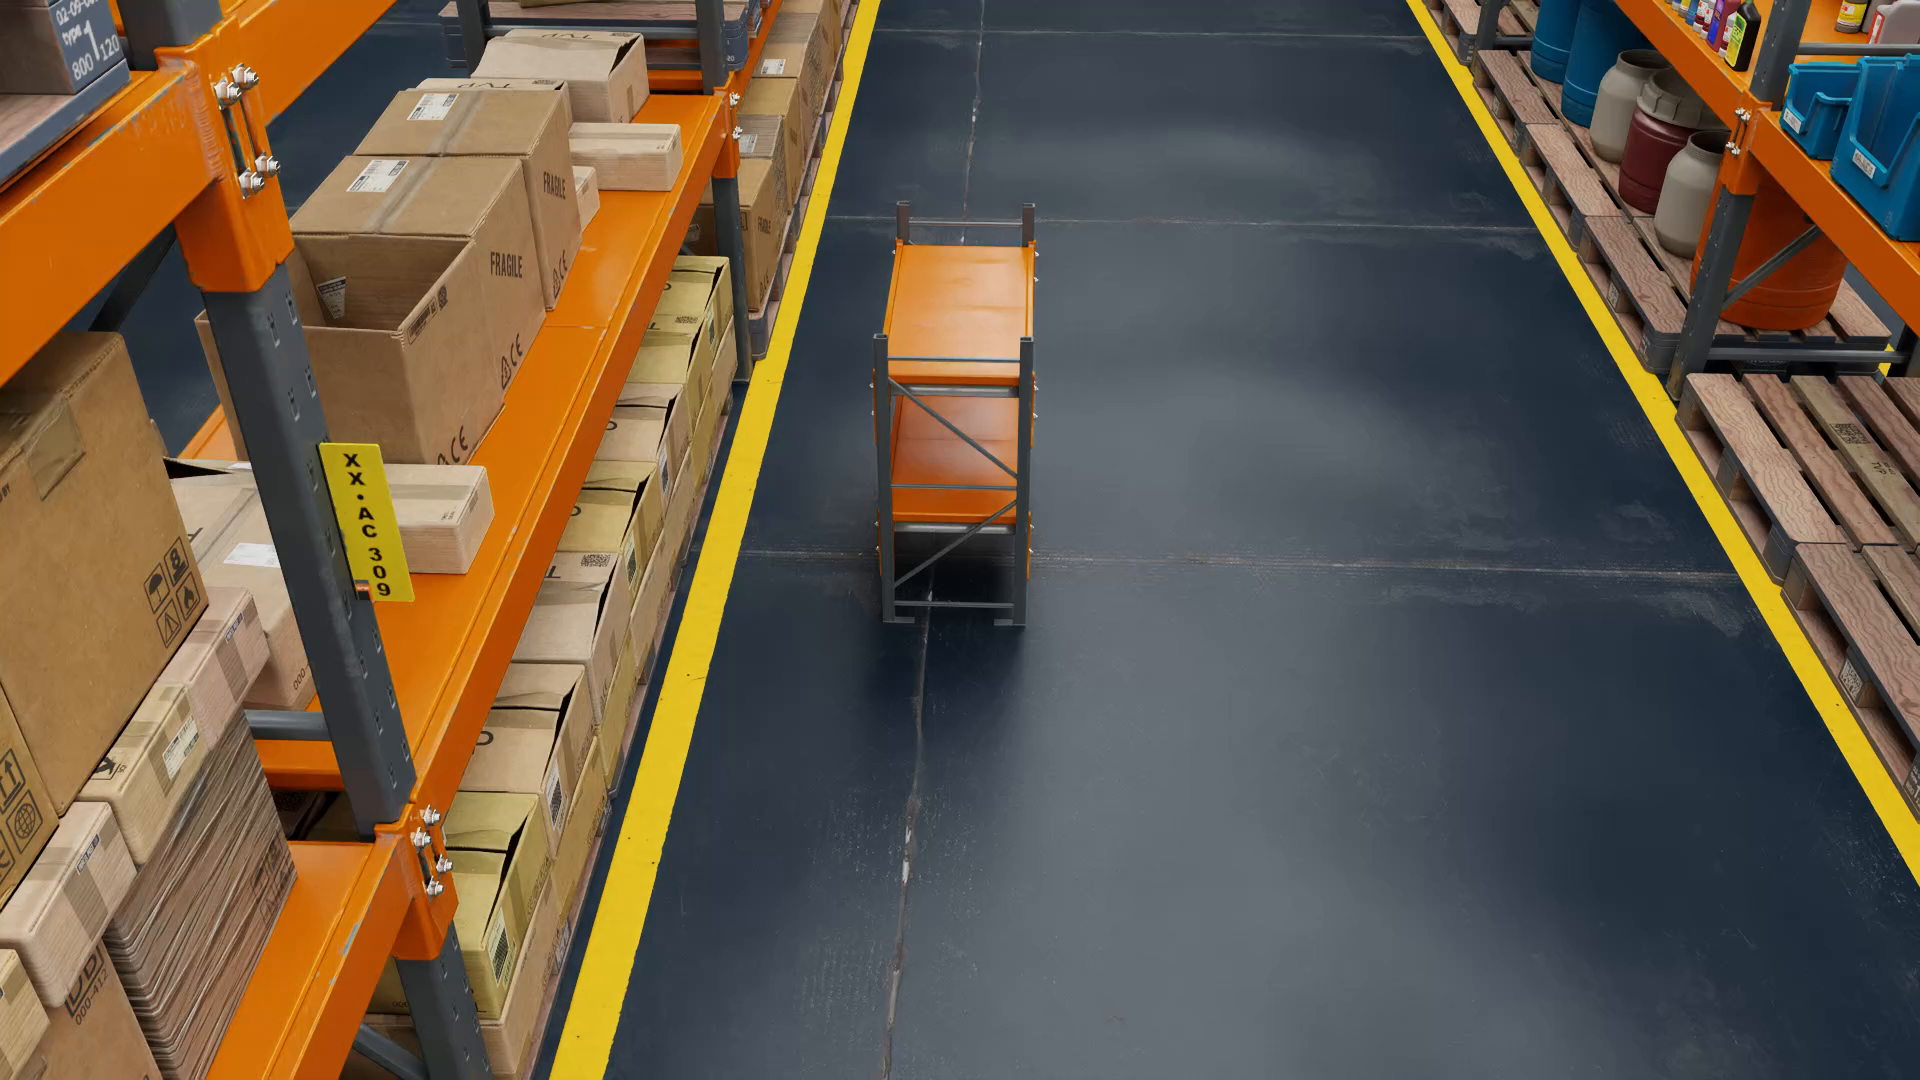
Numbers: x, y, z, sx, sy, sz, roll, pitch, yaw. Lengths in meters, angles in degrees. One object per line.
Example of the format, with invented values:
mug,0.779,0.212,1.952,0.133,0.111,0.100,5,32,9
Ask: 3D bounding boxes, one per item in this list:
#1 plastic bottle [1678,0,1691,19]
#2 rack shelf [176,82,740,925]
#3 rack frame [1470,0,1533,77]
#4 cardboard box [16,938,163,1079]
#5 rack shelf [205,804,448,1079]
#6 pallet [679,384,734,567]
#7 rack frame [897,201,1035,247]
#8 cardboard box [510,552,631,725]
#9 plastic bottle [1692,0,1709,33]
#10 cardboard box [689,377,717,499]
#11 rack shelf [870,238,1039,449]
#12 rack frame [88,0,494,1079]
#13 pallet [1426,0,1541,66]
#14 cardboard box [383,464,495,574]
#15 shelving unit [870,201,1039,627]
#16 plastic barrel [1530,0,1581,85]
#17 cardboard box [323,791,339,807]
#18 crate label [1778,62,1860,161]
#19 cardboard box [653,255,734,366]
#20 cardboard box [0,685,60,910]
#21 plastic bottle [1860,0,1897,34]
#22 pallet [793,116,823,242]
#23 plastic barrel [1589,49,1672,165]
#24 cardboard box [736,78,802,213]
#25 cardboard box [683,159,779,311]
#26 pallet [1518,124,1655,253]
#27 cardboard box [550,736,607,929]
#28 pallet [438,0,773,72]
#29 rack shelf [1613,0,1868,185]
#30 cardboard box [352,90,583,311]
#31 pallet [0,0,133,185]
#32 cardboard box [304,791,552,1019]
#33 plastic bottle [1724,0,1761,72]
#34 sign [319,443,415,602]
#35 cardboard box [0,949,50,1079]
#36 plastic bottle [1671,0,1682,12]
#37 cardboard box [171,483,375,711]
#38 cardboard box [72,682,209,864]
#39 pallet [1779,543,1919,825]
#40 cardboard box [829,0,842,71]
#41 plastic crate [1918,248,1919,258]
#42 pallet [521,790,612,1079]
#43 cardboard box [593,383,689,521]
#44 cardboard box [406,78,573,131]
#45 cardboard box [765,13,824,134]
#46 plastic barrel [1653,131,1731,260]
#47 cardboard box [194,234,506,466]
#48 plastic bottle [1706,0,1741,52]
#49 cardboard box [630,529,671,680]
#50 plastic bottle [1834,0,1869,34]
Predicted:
plastic bottle,3.173,-2.360,7.172,0.097,0.201,0.097,0,35,0
rack shelf,-1.491,-0.506,4.987,1.077,0.370,4.000,1,35,2
rack frame,3.700,-4.131,9.519,1.000,3.000,0.127,1,35,2
cardboard box,-1.597,0.866,2.322,0.700,0.500,0.500,1,35,1
rack shelf,-1.651,1.792,1.717,1.077,0.370,4.000,1,35,2
pallet,-1.482,-0.337,6.545,1.003,0.211,1.213,1,35,2
rack frame,0.021,-0.756,6.348,0.500,1.125,0.032,1,35,2
cardboard box,-1.260,0.256,4.816,0.500,0.311,0.500,0,35,0
plastic bottle,3.165,-2.248,7.013,0.097,0.201,0.097,0,35,0
cardboard box,-1.205,-0.392,6.226,0.500,0.250,0.500,1,35,1
rack shelf,0.000,-0.704,5.764,0.538,0.278,1.000,1,35,2
rack frame,-1.574,0.349,3.145,0.949,2.616,0.053,1,35,2
pallet,3.690,-3.414,10.924,1.003,0.211,1.213,1,35,2
cardboard box,-1.331,-0.053,3.935,0.380,0.149,0.250,1,35,2
shelving unit,0.000,-0.464,5.932,0.538,1.125,1.048,1,35,2
plastic barrel,3.661,-3.132,9.558,0.600,0.901,0.708,1,35,2
cardboard box,-1.826,0.534,4.420,0.500,0.311,0.500,2,35,3
crate label,3.148,-1.531,5.965,0.303,0.233,0.416,1,35,2
cardboard box,-1.185,-0.919,6.488,0.500,0.311,0.500,2,35,3
cardboard box,-1.601,0.322,1.967,0.700,0.500,0.500,1,35,2
plastic bottle,3.898,-2.289,7.006,0.152,0.276,0.135,1,35,2
pallet,-1.291,-1.936,8.821,1.003,0.211,1.213,1,35,2
plastic barrel,3.520,-2.244,8.632,0.421,0.512,0.421,0,35,0
cardboard box,-1.066,-1.951,8.208,0.500,0.500,0.500,1,35,1
cardboard box,-1.106,-1.362,7.370,0.500,0.500,0.500,3,35,4
pallet,3.581,-1.845,8.692,1.003,0.211,1.213,1,35,2
cardboard box,-1.285,0.782,4.555,0.500,0.250,0.500,2,35,3
pallet,-1.453,-2.262,7.027,1.213,0.211,1.003,1,35,2
rack shelf,3.619,-2.688,8.091,1.077,0.370,4.000,1,35,2
cardboard box,-1.461,-1.026,5.014,0.500,0.500,0.500,0,35,-1
pallet,-1.579,-0.352,1.610,1.003,0.211,1.213,1,35,2
cardboard box,-1.305,0.841,3.984,0.500,0.311,0.500,1,35,2
plastic bottle,3.129,-2.028,6.628,0.061,0.283,0.133,1,35,2
sign,-1.016,-0.026,2.857,0.100,0.325,0.005,1,35,2
cardboard box,-1.397,0.647,2.070,0.380,0.149,0.250,1,35,2
plastic bottle,3.177,-2.445,7.232,0.097,0.271,0.097,0,35,0
cardboard box,-1.595,0.126,3.592,0.500,0.250,0.500,3,35,5
cardboard box,-1.380,0.345,2.499,0.380,0.149,0.250,1,35,1
pallet,3.417,0.451,5.424,1.003,0.211,1.213,1,35,2
cardboard box,-0.983,-3.115,9.865,0.500,0.500,0.500,1,35,2
plastic crate,3.168,-0.938,4.920,0.402,0.464,0.583,1,35,2
pallet,-1.580,1.065,4.551,1.003,0.211,1.213,1,35,2
cardboard box,-1.223,-0.331,5.650,0.500,0.311,0.500,1,35,2
cardboard box,-1.640,-1.404,5.716,0.500,0.311,0.500,1,35,1
cardboard box,-1.032,-2.543,9.051,0.500,0.500,0.500,2,35,2
plastic barrel,3.475,-1.595,7.709,0.421,0.512,0.421,0,35,0
cardboard box,-1.503,-0.436,4.175,0.500,0.500,0.500,4,35,5
plastic bottle,3.138,-2.160,6.816,0.061,0.283,0.133,1,35,2
cardboard box,-1.246,0.192,5.394,0.500,0.250,0.500,2,35,3
plastic bottle,3.773,-2.251,7.017,0.097,0.201,0.097,0,35,0
